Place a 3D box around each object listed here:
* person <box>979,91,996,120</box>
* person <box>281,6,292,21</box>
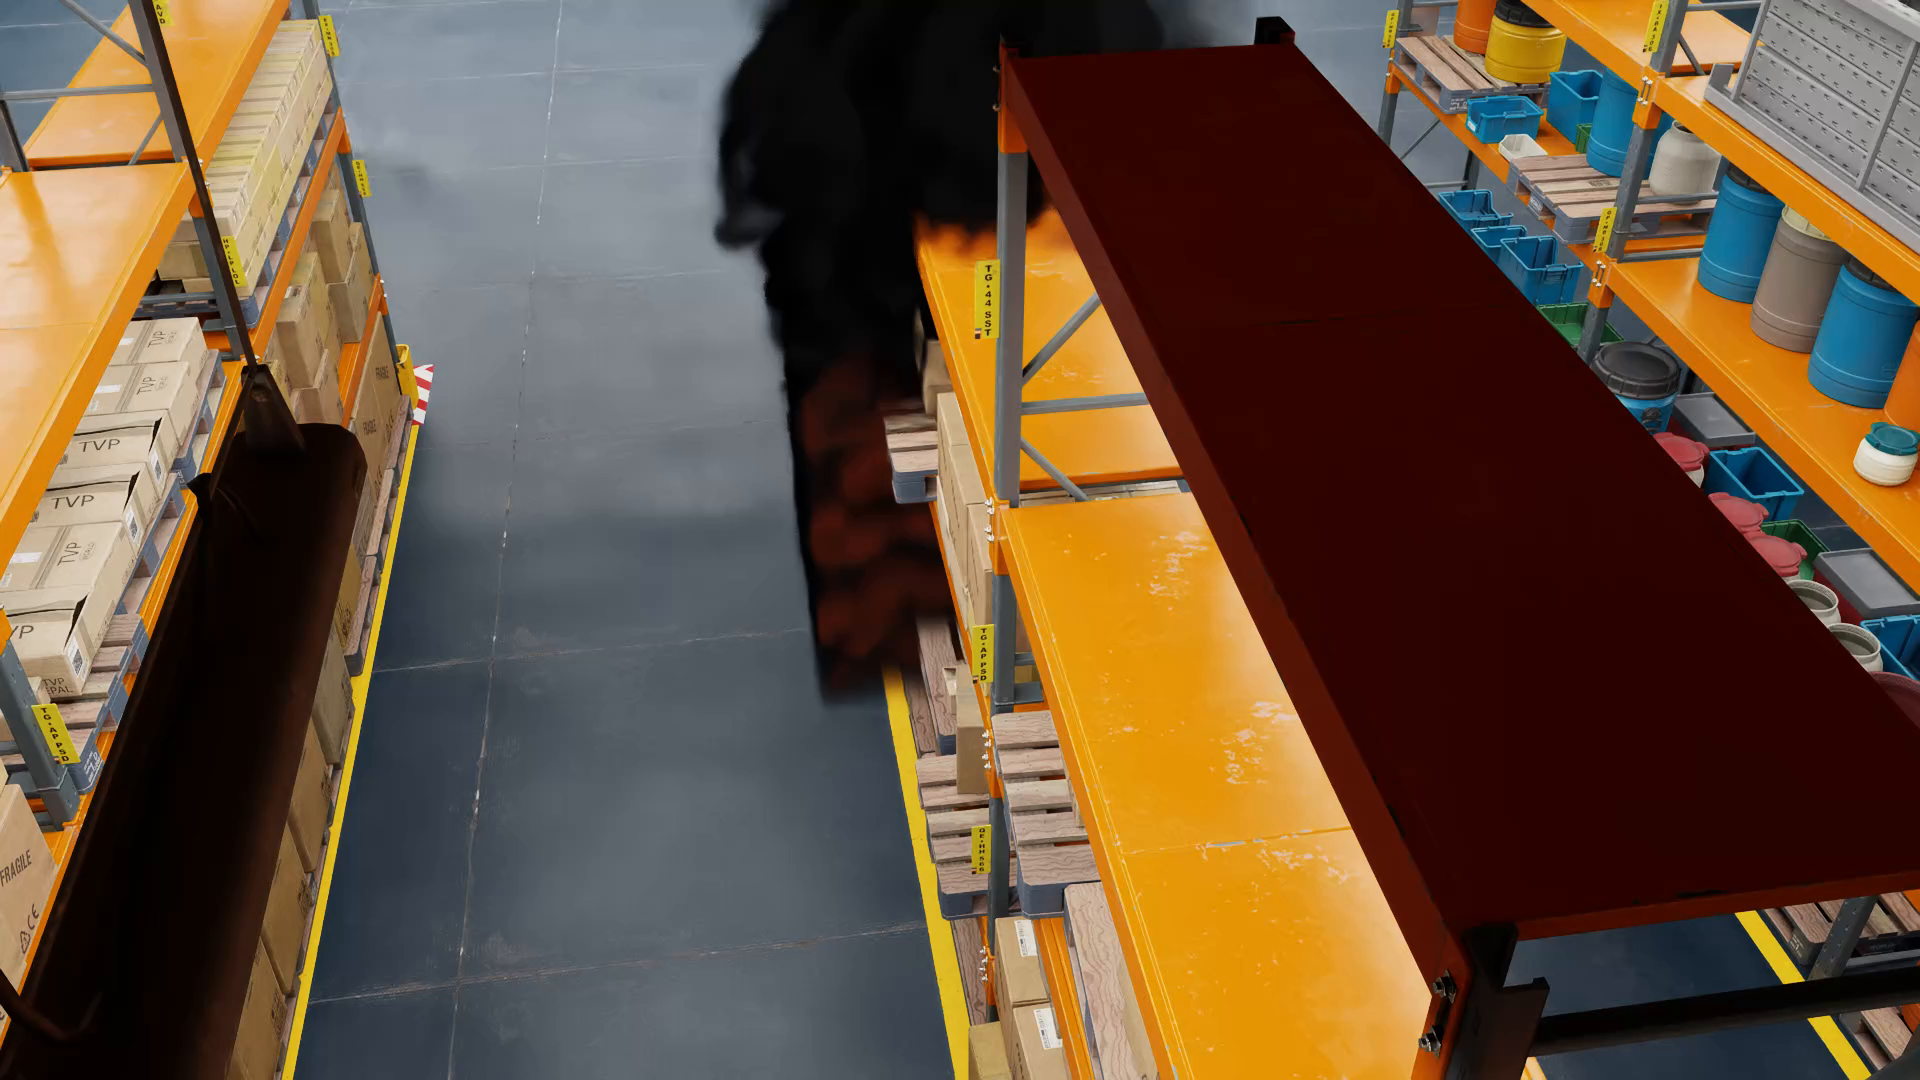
[{"bbox_3d":[0.232,-5.507,19.484,0.587,1.742,0.698,10,37,13],"label":"person"},{"bbox_3d":[-7.731,-5.429,19.416,0.830,1.689,0.675,17,40,22],"label":"person"}]
